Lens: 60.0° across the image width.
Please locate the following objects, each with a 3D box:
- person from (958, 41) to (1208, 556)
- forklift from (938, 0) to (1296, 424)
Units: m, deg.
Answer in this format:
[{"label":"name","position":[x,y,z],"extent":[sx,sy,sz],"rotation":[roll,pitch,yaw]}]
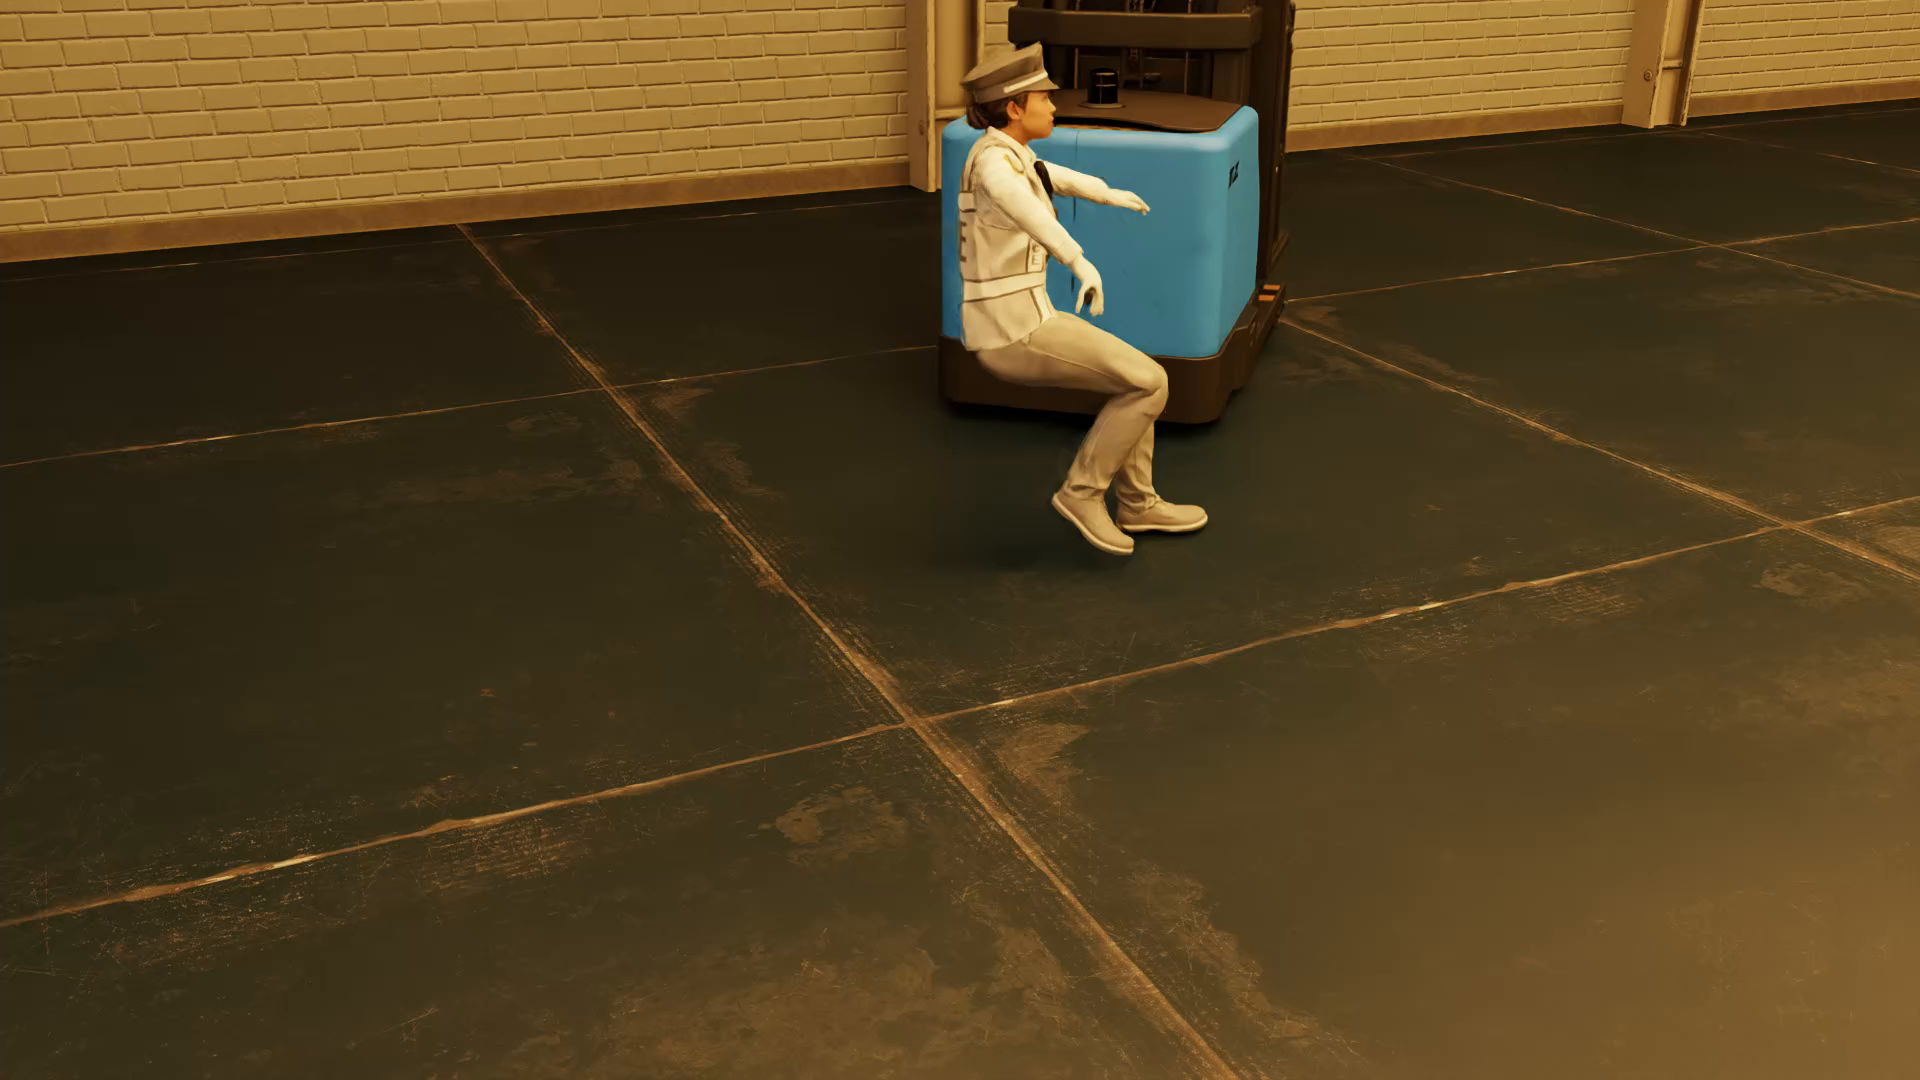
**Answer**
[{"label":"person","position":[0.384,-0.672,4.795],"extent":[0.782,1.466,1.047],"rotation":[-1,23,-2]},{"label":"forklift","position":[0.838,-2.303,6.829],"extent":[1.130,2.935,3.031],"rotation":[7,23,16]}]
